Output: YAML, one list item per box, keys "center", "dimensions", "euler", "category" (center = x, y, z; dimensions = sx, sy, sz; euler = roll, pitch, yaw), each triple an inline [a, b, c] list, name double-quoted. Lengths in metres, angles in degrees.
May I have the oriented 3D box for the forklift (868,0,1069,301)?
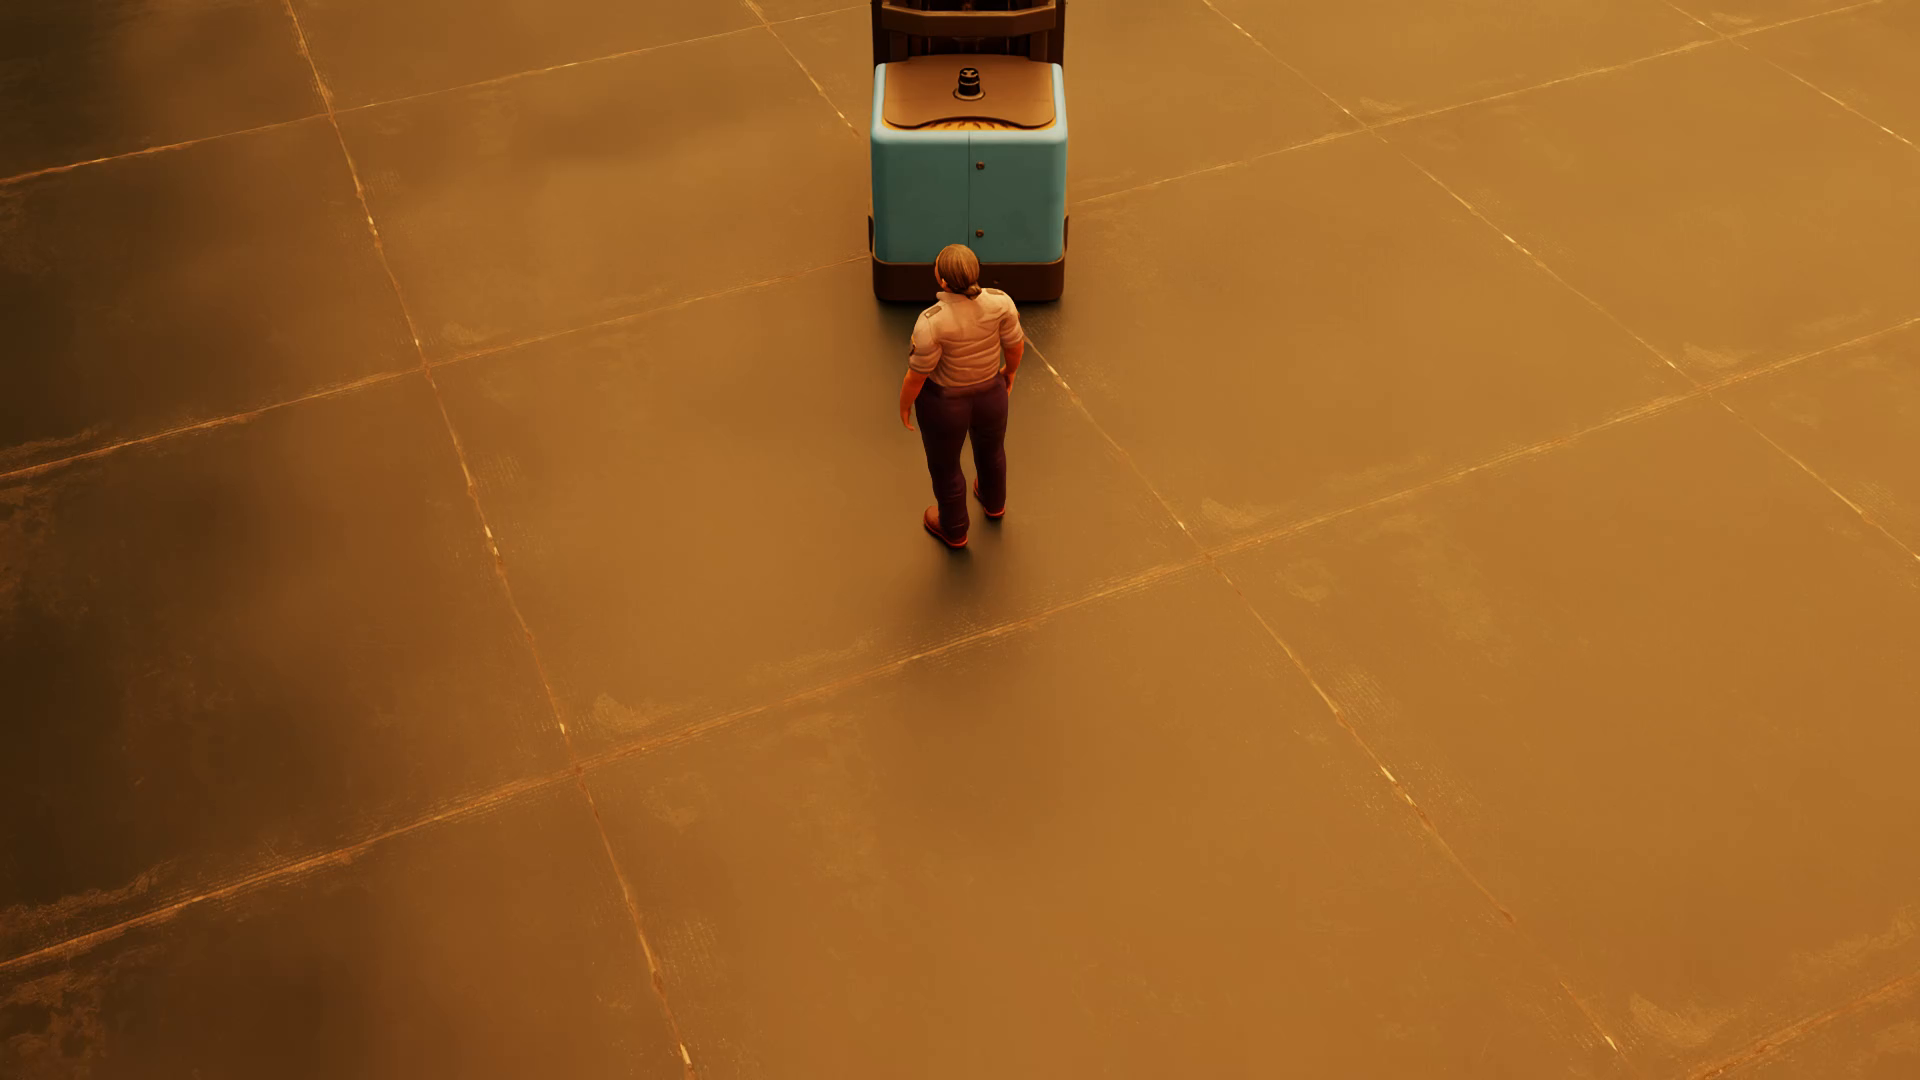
- center: [0.047, -3.365, 9.286]
  dimensions: [1.130, 2.935, 3.031]
  euler: [0, 43, 0]
  category: "forklift"

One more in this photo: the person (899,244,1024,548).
- center: [-0.017, -0.669, 7.327]
  dimensions: [0.599, 1.650, 0.503]
  euler: [-18, 46, -18]
  category: "person"
